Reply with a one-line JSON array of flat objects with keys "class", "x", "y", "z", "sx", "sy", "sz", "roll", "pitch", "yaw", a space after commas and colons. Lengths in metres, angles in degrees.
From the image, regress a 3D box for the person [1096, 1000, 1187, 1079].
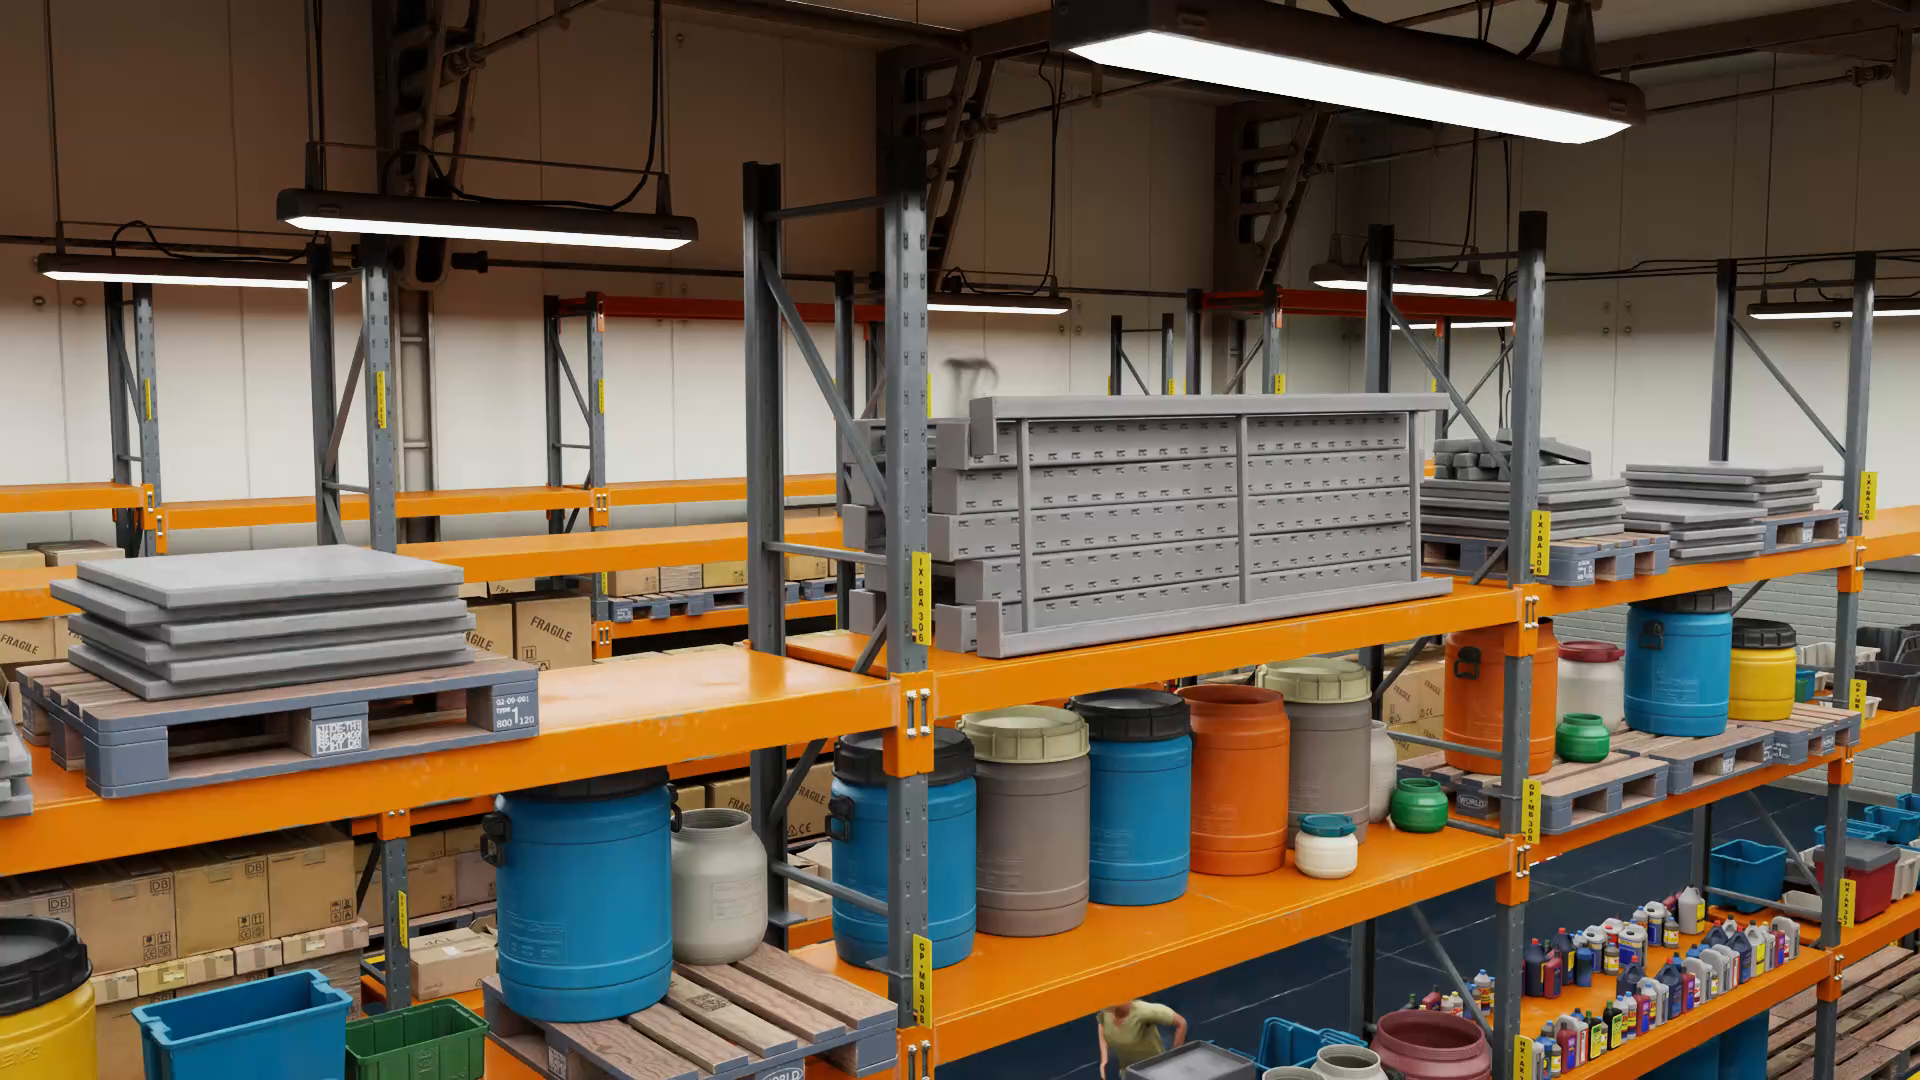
[{"class": "person", "x": 1.191, "y": 3.391, "z": 10.411, "sx": 0.614, "sy": 1.625, "sz": 1.004, "roll": 5, "pitch": 7, "yaw": 41}]
